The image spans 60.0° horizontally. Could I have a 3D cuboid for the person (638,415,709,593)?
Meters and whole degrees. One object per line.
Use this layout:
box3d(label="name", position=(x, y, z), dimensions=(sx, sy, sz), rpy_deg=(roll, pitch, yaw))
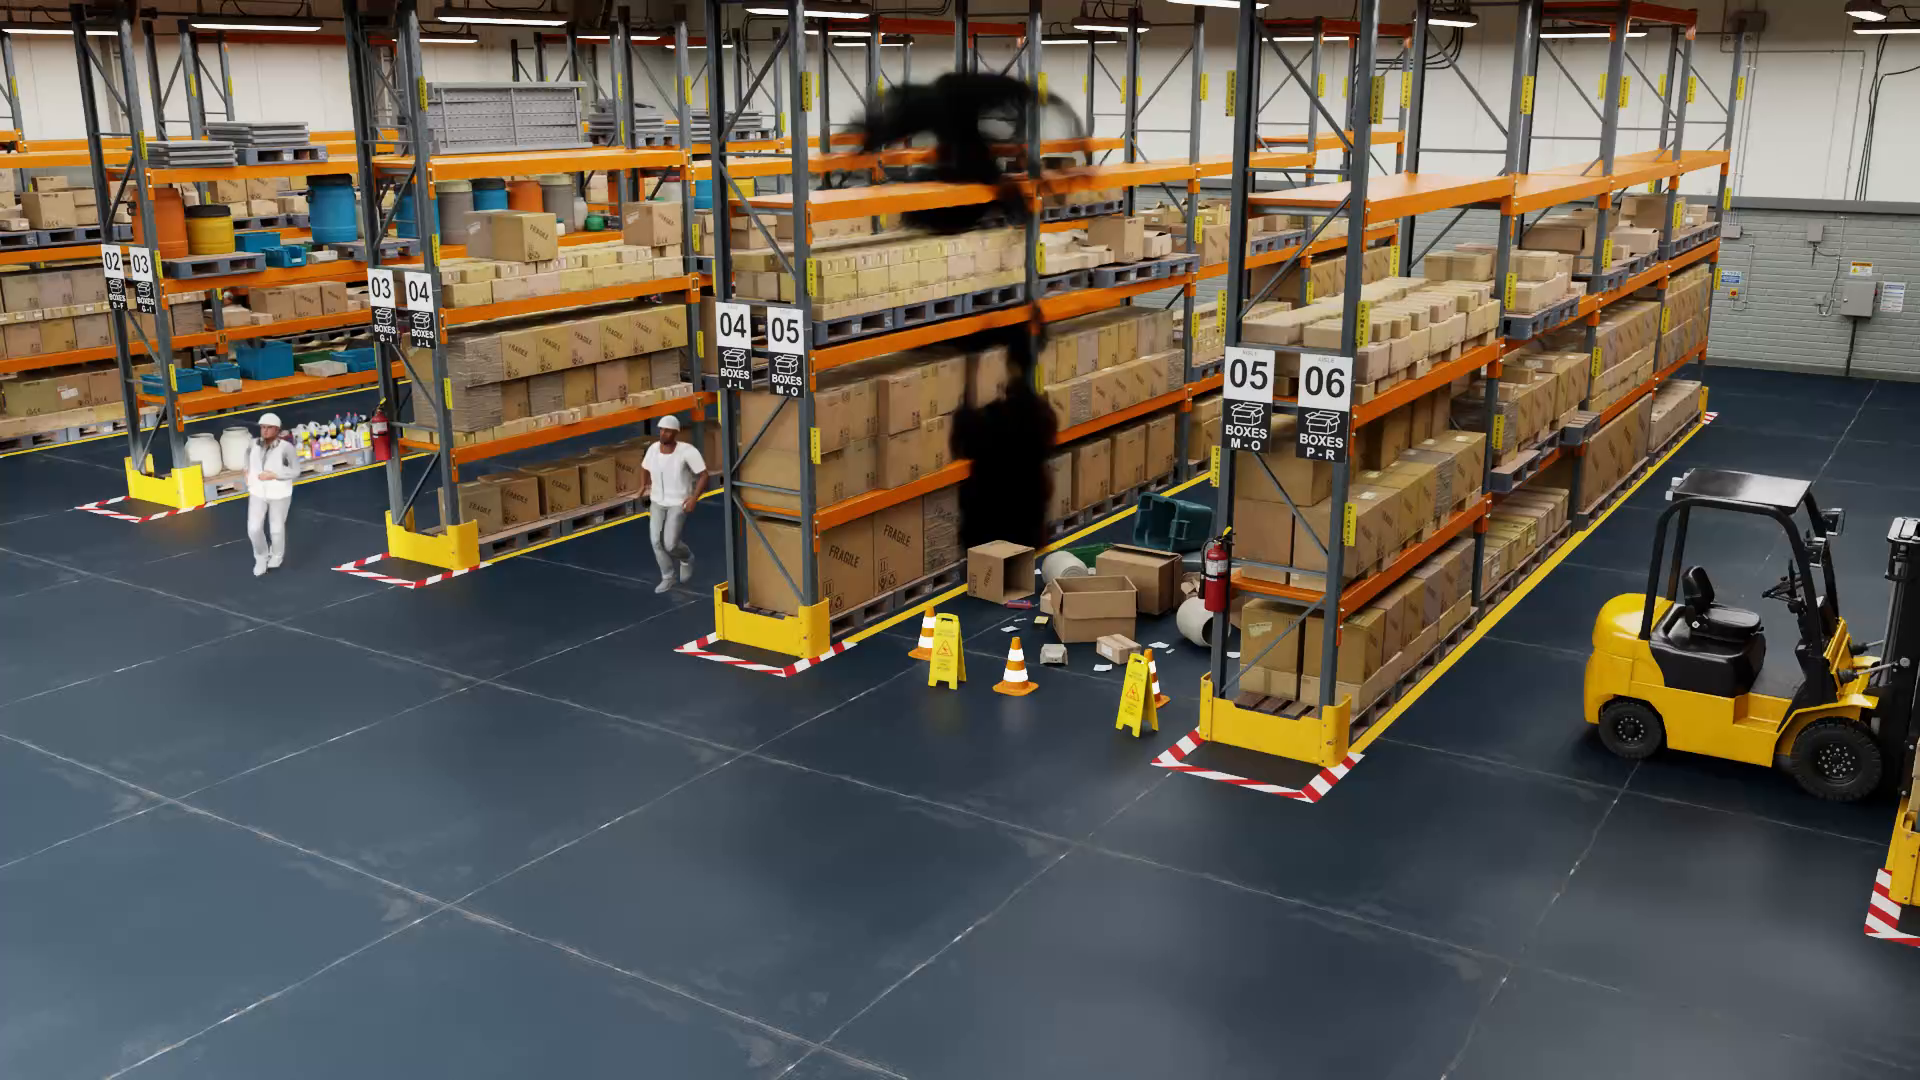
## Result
box3d(label="person", position=(-2.822, -0.367, 16.299), dimensions=(0.728, 1.750, 0.557), rpy_deg=(6, 17, 21))

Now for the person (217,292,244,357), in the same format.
box3d(label="person", position=(-12.558, -3.474, 28.717), dimensions=(0.580, 1.602, 0.580), rpy_deg=(9, 18, 28))

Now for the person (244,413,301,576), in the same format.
box3d(label="person", position=(-7.313, -0.482, 17.747), dimensions=(0.642, 1.800, 0.659), rpy_deg=(-2, 16, -6))
